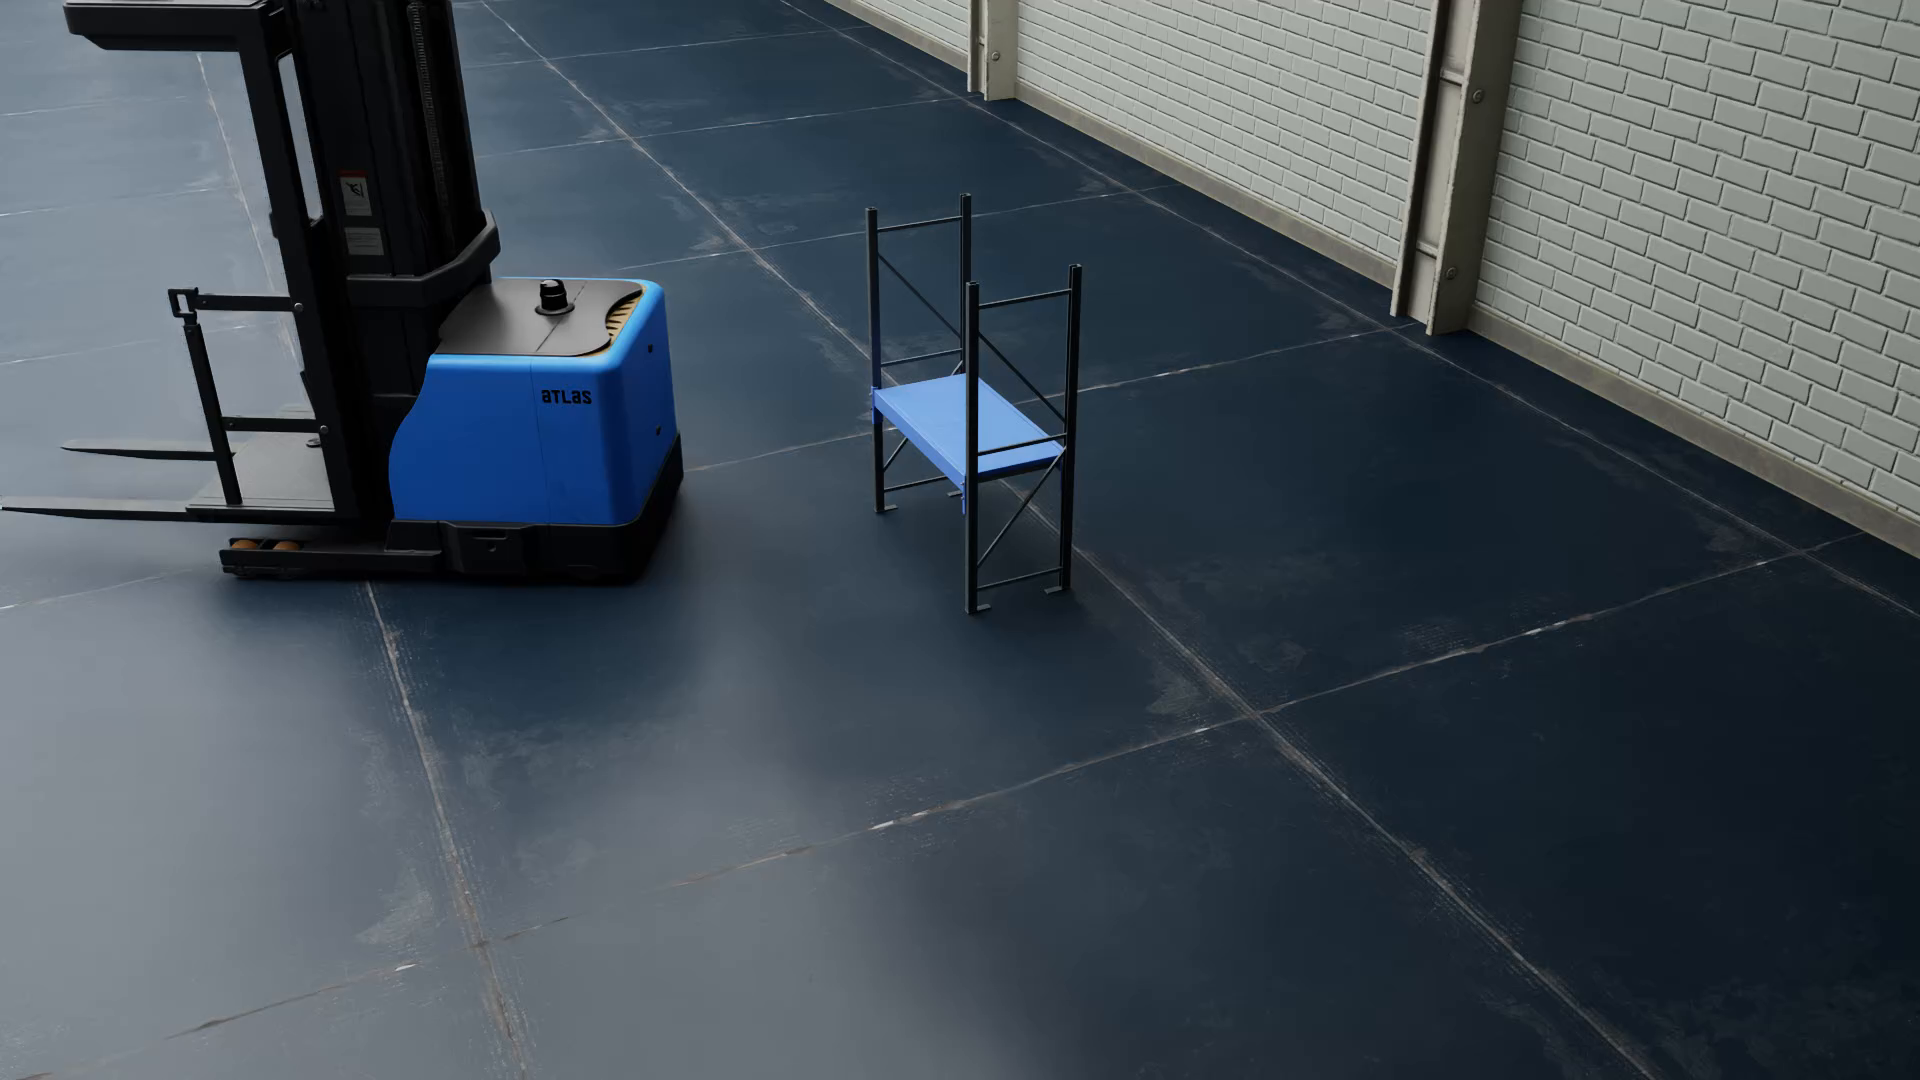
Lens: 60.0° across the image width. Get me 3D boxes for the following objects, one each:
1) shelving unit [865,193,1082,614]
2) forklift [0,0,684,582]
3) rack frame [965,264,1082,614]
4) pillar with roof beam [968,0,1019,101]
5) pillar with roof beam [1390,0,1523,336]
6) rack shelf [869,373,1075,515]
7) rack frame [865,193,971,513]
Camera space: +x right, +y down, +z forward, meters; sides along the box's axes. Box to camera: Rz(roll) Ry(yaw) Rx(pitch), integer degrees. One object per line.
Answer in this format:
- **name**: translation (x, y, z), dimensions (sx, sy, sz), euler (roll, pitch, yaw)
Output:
- **shelving unit**: translation (0.037, -0.616, 7.316), dimensions (0.538, 1.500, 1.048), euler (-13, 32, -22)
- **forklift**: translation (-2.892, -1.360, 7.178), dimensions (3.031, 2.935, 1.130), euler (2, 29, 3)
- **rack frame**: translation (0.255, -0.392, 6.916), dimensions (0.500, 1.500, 0.032), euler (-13, 32, -22)
- **pillar with roof beam**: translation (-3.598, -7.010, 11.050), dimensions (9.100, 9.000, 0.400), euler (-13, 32, -22)
- **pillar with roof beam**: translation (-1.022, -4.359, 6.324), dimensions (9.100, 9.000, 0.400), euler (-13, 32, -22)
- **rack shelf**: translation (0.037, -0.460, 7.404), dimensions (0.538, 0.185, 1.000), euler (-13, 32, -22)
- **rack frame**: translation (-0.182, -0.841, 7.716), dimensions (0.500, 1.500, 0.032), euler (-13, 32, -22)
